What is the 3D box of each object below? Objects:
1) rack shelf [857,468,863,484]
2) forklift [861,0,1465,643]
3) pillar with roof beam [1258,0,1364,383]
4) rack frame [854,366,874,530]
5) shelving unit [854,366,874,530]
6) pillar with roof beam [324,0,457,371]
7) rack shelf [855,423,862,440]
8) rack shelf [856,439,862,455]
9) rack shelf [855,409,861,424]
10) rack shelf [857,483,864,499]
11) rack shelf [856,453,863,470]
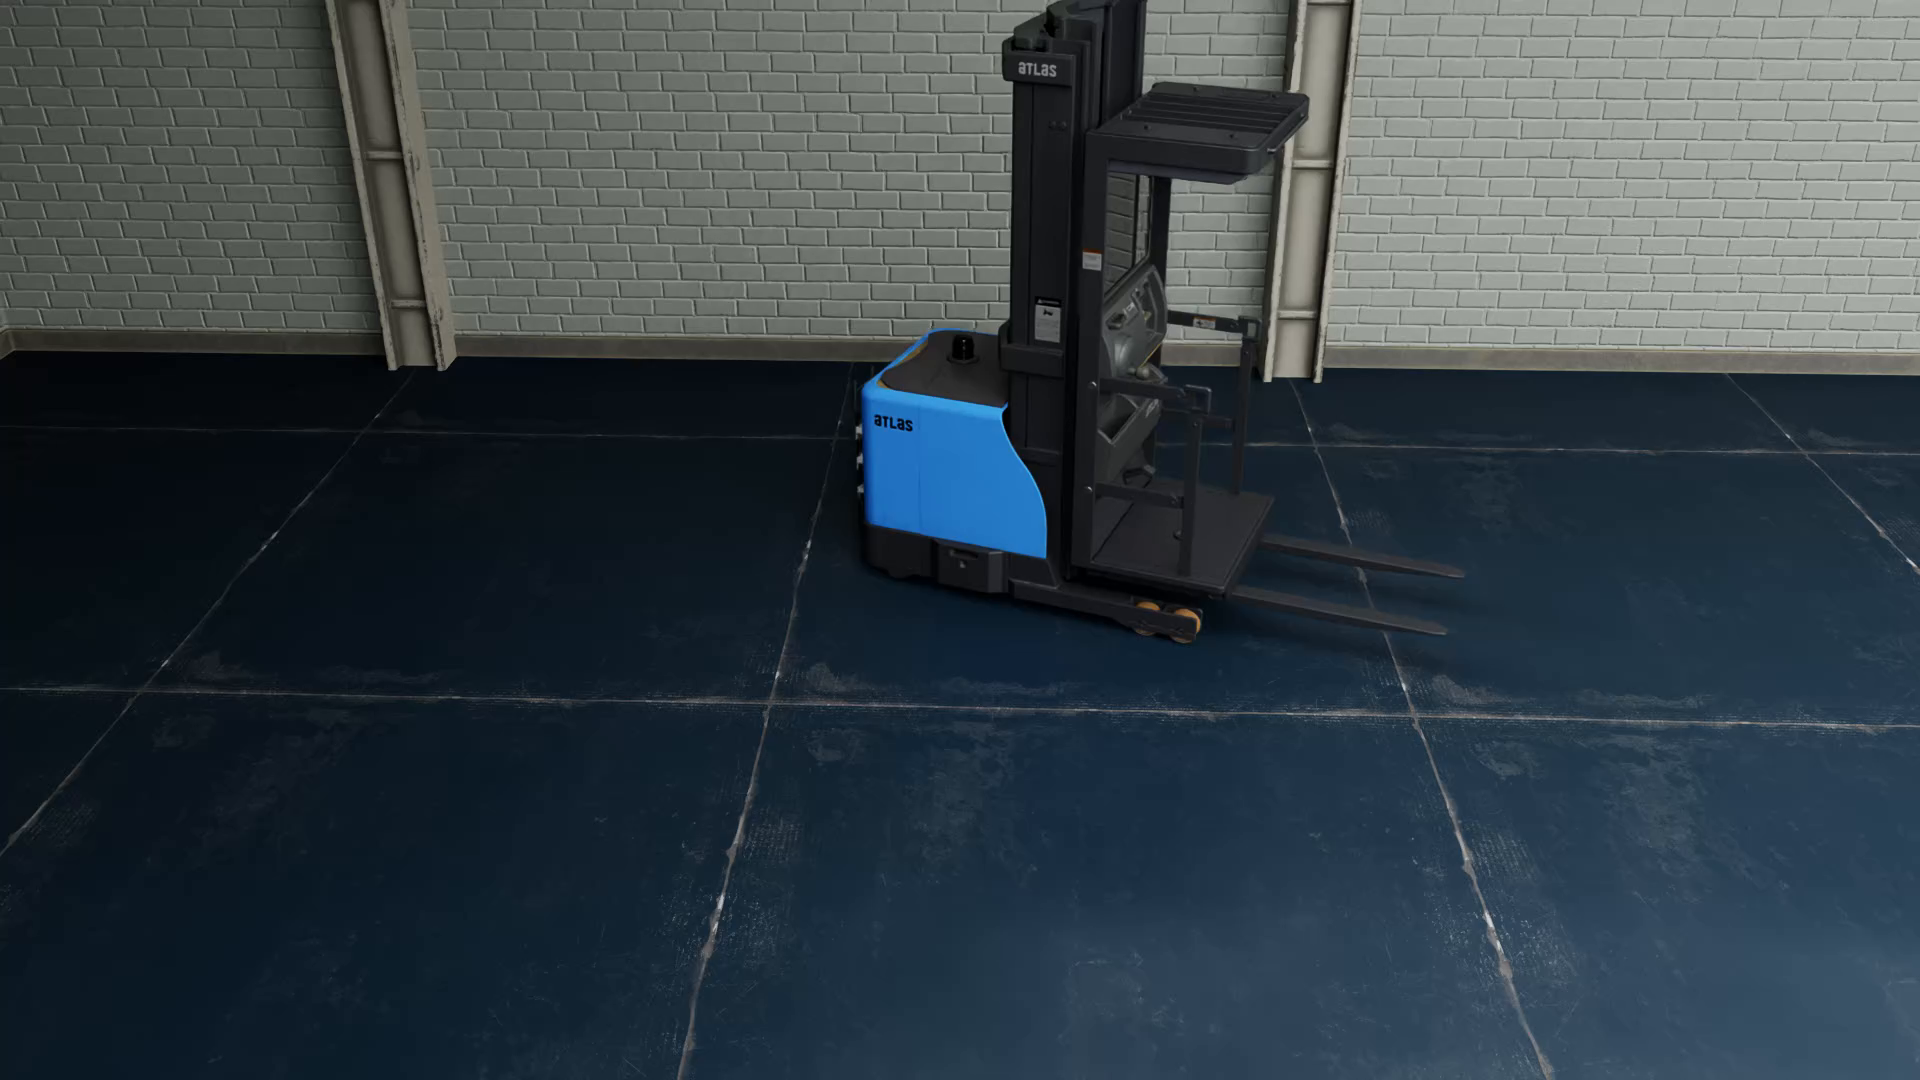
[{"bbox_3d":[-0.429,-0.379,9.268,0.200,0.077,0.258,11,30,20],"label":"rack shelf"},{"bbox_3d":[1.046,-1.065,8.129,3.031,2.935,1.130,11,30,20],"label":"forklift"},{"bbox_3d":[2.105,-3.102,5.493,0.400,9.000,9.100,1,28,2],"label":"pillar with roof beam"},{"bbox_3d":[-0.523,-0.506,9.245,0.006,0.900,0.240,11,30,20],"label":"rack frame"},{"bbox_3d":[-0.429,-0.488,9.210,0.210,0.900,0.258,11,30,20],"label":"shelving unit"},{"bbox_3d":[-3.892,-3.201,5.680,0.400,9.000,9.100,1,28,2],"label":"pillar with roof beam"},{"bbox_3d":[-0.429,-0.618,9.141,0.200,0.077,0.258,11,30,20],"label":"rack shelf"},{"bbox_3d":[-0.429,-0.538,9.184,0.200,0.077,0.258,11,30,20],"label":"rack shelf"},{"bbox_3d":[-0.429,-0.697,9.099,0.200,0.077,0.258,11,30,20],"label":"rack shelf"},{"bbox_3d":[-0.429,-0.300,9.310,0.200,0.077,0.258,11,30,20],"label":"rack shelf"},{"bbox_3d":[-0.429,-0.459,9.226,0.200,0.077,0.258,11,30,20],"label":"rack shelf"}]
